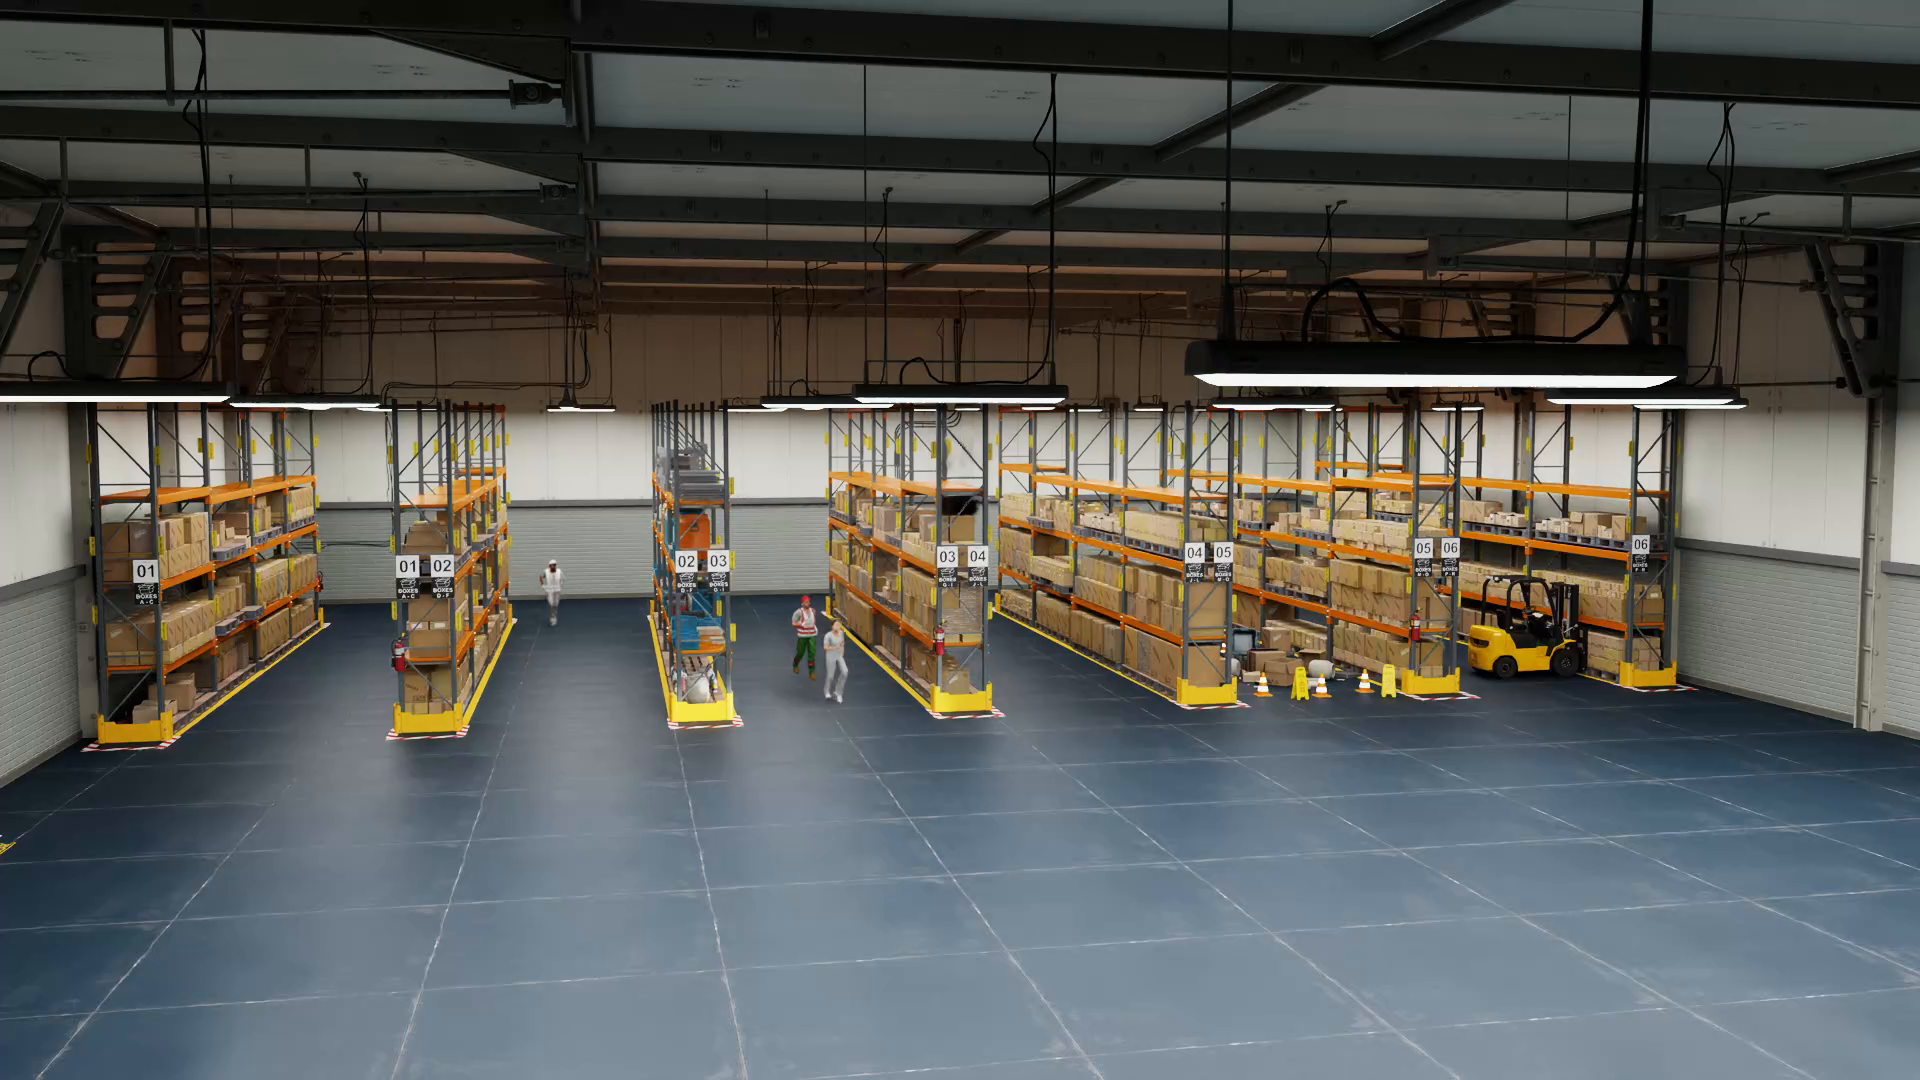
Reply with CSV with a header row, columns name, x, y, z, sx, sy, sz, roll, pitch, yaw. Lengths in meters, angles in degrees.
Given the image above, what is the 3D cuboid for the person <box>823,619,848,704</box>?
name,x,y,z,sx,sy,sz,roll,pitch,yaw
person,-2.509,2.395,33.139,0.587,1.680,0.817,-3,5,-35

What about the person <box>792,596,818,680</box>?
name,x,y,z,sx,sy,sz,roll,pitch,yaw
person,-3.355,2.086,35.998,0.671,1.782,0.961,-3,5,-31

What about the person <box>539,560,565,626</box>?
name,x,y,z,sx,sy,sz,roll,pitch,yaw
person,-11.090,1.439,45.329,0.603,1.830,0.886,-3,5,-32
